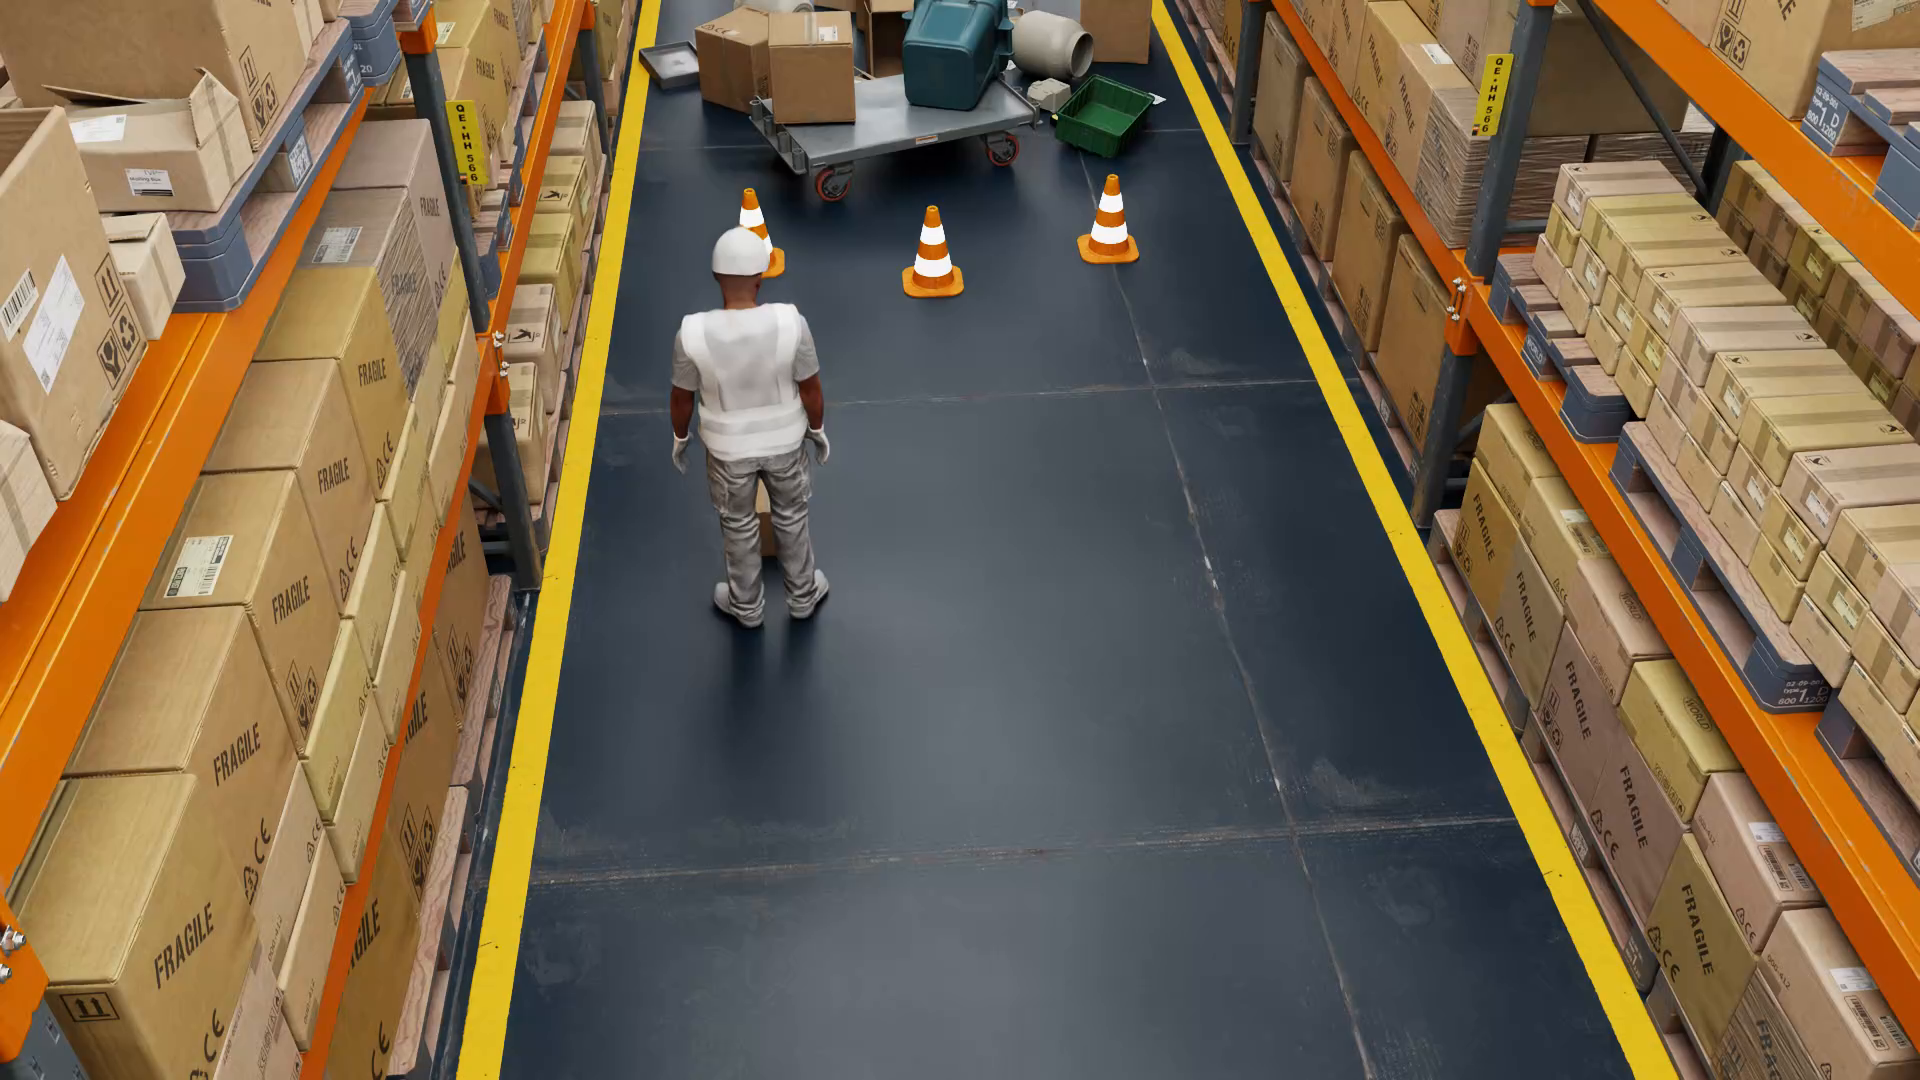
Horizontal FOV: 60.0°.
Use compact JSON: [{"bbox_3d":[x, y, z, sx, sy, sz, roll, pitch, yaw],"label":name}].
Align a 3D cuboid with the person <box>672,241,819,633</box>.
[{"bbox_3d":[-0.836,-0.383,6.617,0.547,1.778,0.355,-2,39,-3],"label":"person"}]
